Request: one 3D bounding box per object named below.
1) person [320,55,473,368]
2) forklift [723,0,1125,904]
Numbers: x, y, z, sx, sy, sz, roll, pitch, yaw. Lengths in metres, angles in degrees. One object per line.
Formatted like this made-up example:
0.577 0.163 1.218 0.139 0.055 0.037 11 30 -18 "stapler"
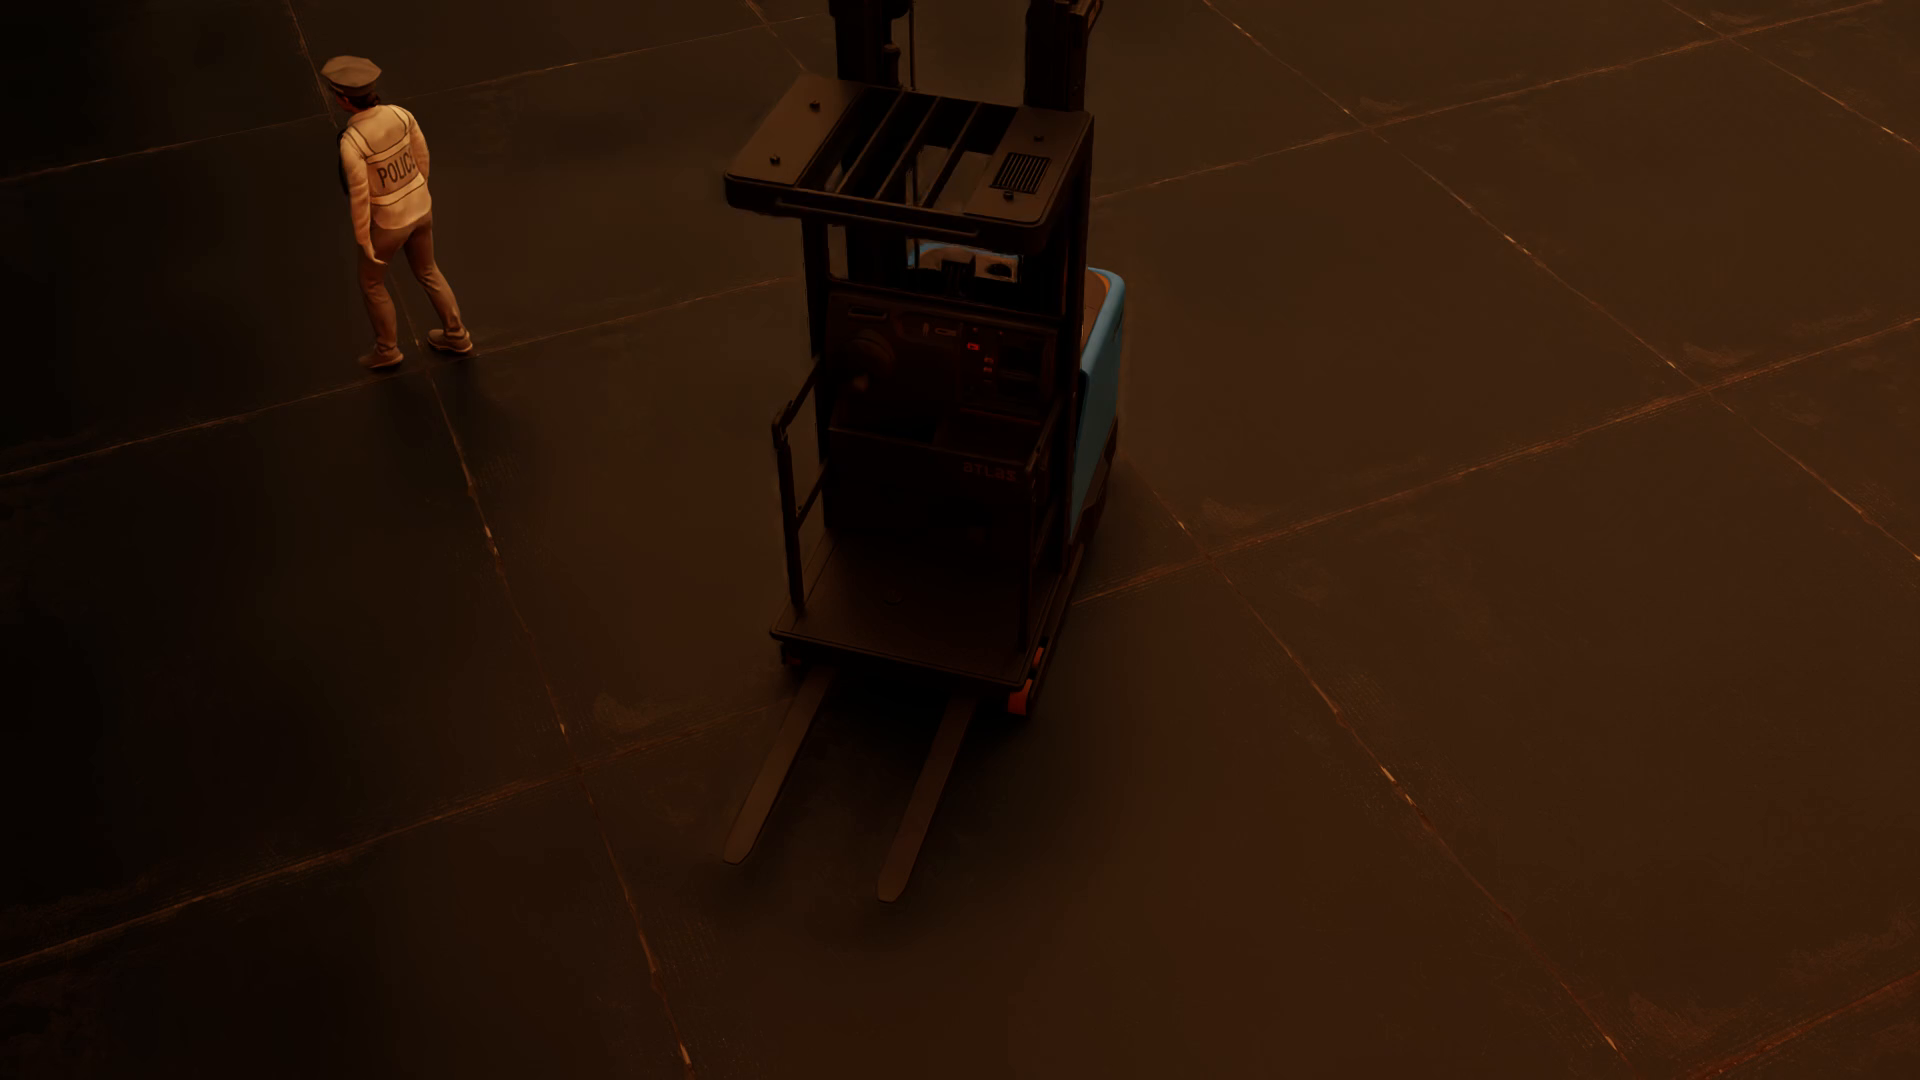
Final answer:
-2.880 -1.622 8.386 0.506 1.701 0.573 21 47 21 "person"
-0.139 -0.634 6.360 1.130 2.935 3.031 11 44 12 "forklift"
